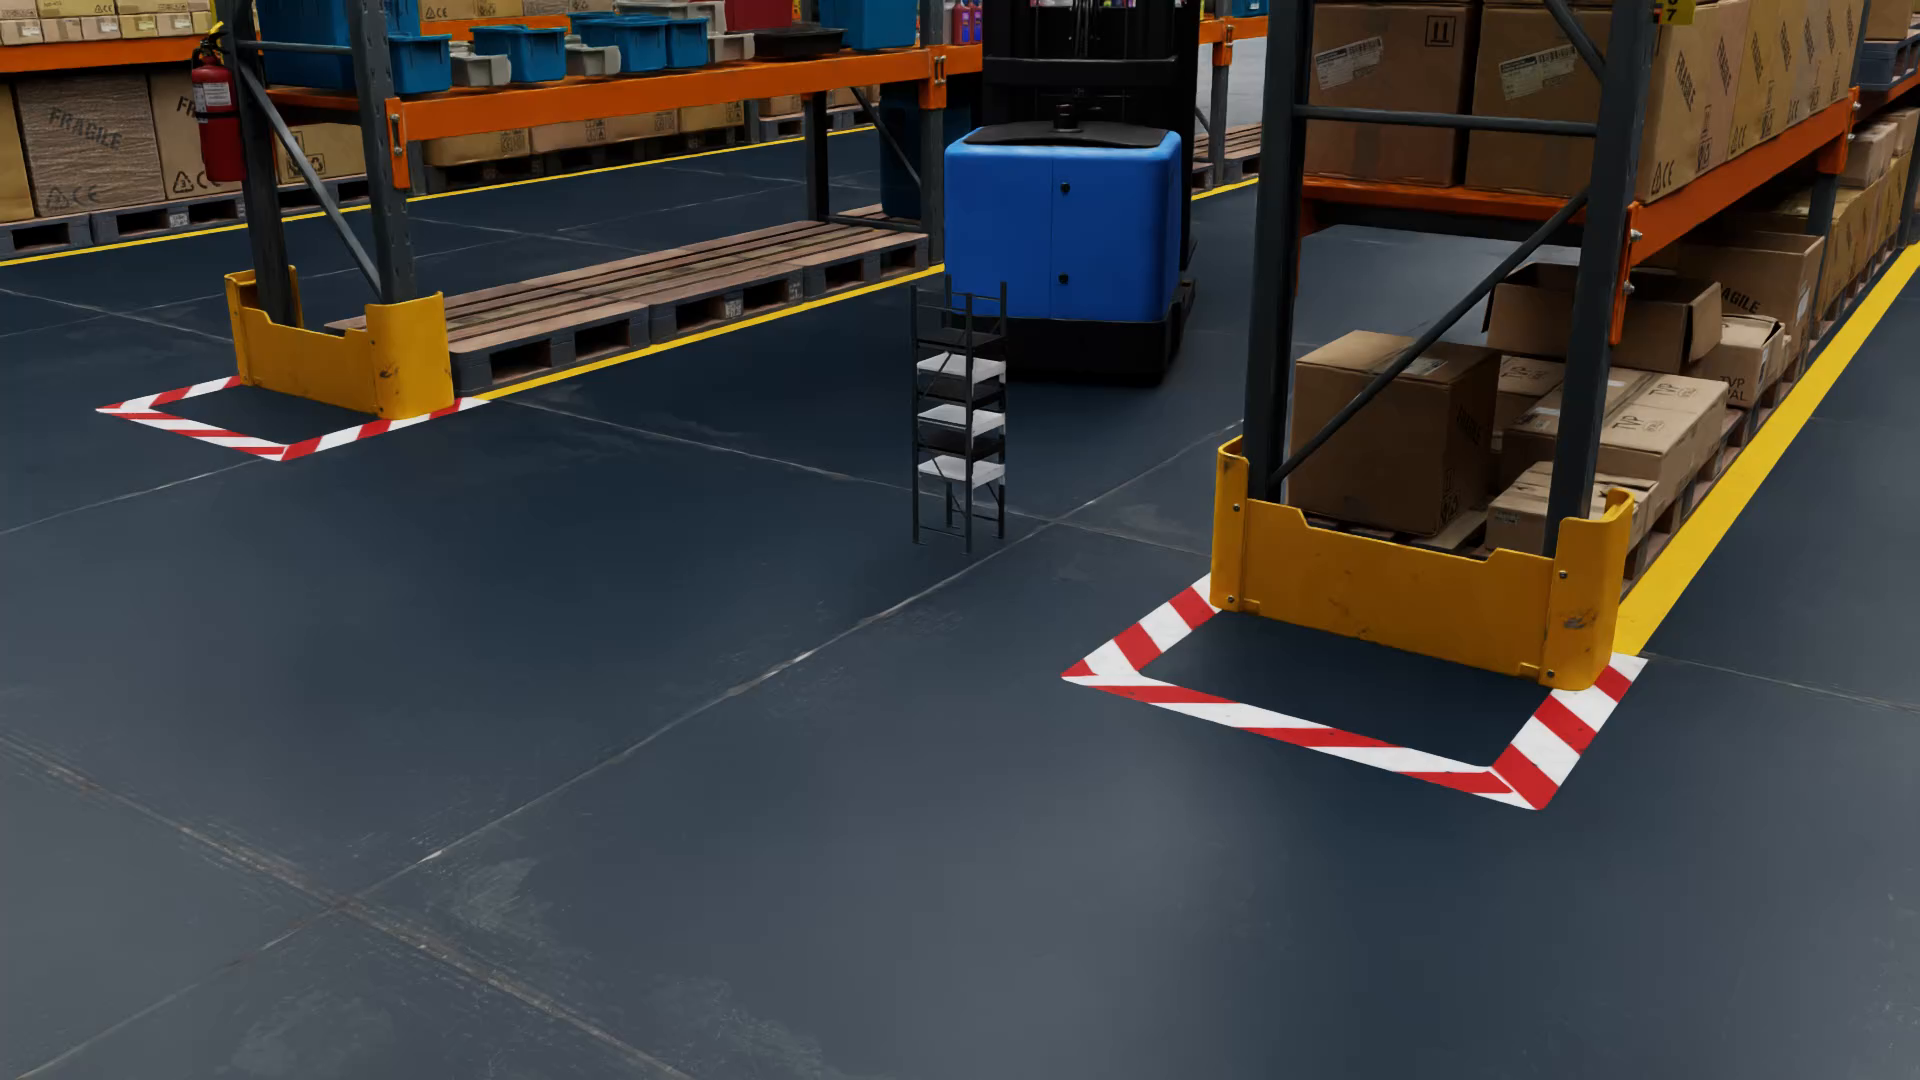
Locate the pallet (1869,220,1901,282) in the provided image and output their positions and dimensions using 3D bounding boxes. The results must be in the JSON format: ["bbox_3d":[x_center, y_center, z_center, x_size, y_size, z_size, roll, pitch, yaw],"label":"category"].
[{"bbox_3d":[5.343,-1.899,10.595,1.003,0.211,1.213,13,24,32],"label":"pallet"}]

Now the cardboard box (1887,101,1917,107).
[{"bbox_3d":[7.197,-3.123,12.434,0.500,0.311,0.500,13,24,31],"label":"cardboard box"}]

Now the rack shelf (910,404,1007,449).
[{"bbox_3d":[-0.005,-0.388,5.614,0.258,0.077,0.200,13,24,32],"label":"rack shelf"}]

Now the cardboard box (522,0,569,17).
[{"bbox_3d":[-3.616,-4.617,13.779,0.500,0.500,0.500,13,24,31],"label":"cardboard box"}]

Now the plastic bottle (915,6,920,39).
[{"bbox_3d":[-0.276,-3.402,10.924,0.097,0.201,0.097,0,20,0],"label":"plastic bottle"}]

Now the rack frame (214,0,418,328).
[{"bbox_3d":[-2.797,-2.085,7.079,1.000,3.000,0.127,13,24,32],"label":"rack frame"}]

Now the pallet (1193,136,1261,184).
[{"bbox_3d":[2.167,-3.288,14.349,1.003,0.211,1.213,13,24,32],"label":"pallet"}]

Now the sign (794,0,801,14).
[{"bbox_3d":[-1.003,-3.471,10.425,0.100,0.325,0.005,13,24,32],"label":"sign"}]

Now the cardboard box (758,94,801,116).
[{"bbox_3d":[-2.037,-4.577,16.783,0.700,0.500,0.500,12,23,29],"label":"cardboard box"}]

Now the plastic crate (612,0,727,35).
[{"bbox_3d":[-1.560,-2.803,9.105,0.437,0.282,0.530,13,24,32],"label":"plastic crate"}]

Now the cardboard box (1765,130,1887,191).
[{"bbox_3d":[4.581,-2.030,8.817,0.500,0.250,0.500,13,24,32],"label":"cardboard box"}]

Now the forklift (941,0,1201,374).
[{"bbox_3d":[0.703,-2.609,8.594,1.130,2.935,3.031,4,21,10],"label":"forklift"}]

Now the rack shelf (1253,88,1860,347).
[{"bbox_3d":[2.421,-1.355,6.141,1.077,0.370,4.000,13,24,32],"label":"rack shelf"}]

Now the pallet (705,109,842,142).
[{"bbox_3d":[-1.956,-4.263,16.985,1.003,0.211,1.213,13,24,32],"label":"pallet"}]

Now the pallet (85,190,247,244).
[{"bbox_3d":[-5.823,-2.337,11.778,1.003,0.211,1.213,13,24,32],"label":"pallet"}]

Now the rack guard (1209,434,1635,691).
[{"bbox_3d":[1.340,0.032,4.957,1.175,0.500,0.348,13,24,32],"label":"rack guard"}]

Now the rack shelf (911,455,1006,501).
[{"bbox_3d":[-0.005,-0.220,5.677,0.258,0.077,0.200,13,24,32],"label":"rack shelf"}]

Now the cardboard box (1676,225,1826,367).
[{"bbox_3d":[3.460,-1.081,7.333,0.500,0.500,0.500,13,24,32],"label":"cardboard box"}]

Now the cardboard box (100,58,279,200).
[{"bbox_3d":[-5.588,-2.967,11.921,0.875,0.875,0.875,13,24,32],"label":"cardboard box"}]

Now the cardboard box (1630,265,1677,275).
[{"bbox_3d":[3.131,-1.133,7.746,0.500,0.311,0.500,13,24,32],"label":"cardboard box"}]

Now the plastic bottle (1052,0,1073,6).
[{"bbox_3d":[0.677,-3.566,11.260,0.152,0.276,0.135,13,24,32],"label":"plastic bottle"}]

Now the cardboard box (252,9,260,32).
[{"bbox_3d":[-5.124,-3.634,11.629,0.380,0.149,0.250,14,24,33],"label":"cardboard box"}]

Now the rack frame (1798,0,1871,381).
[{"bbox_3d":[3.546,-2.266,7.567,1.000,3.000,0.127,13,24,32],"label":"rack frame"}]

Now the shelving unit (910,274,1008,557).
[{"bbox_3d":[-0.005,-0.420,5.603,0.258,0.900,0.210,13,24,32],"label":"shelving unit"}]

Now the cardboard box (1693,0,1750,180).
[{"bbox_3d":[2.050,-1.390,5.055,0.500,0.500,0.500,13,24,31],"label":"cardboard box"}]

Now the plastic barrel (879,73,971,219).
[{"bbox_3d":[-0.229,-2.599,10.886,0.600,0.901,0.708,13,24,32],"label":"plastic barrel"}]

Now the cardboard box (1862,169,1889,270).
[{"bbox_3d":[4.882,-1.833,9.367,0.500,0.500,0.500,12,24,30],"label":"cardboard box"}]

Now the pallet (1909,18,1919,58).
[{"bbox_3d":[4.705,-2.765,9.192,1.003,0.211,1.213,13,24,32],"label":"pallet"}]

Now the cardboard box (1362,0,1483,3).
[{"bbox_3d":[1.320,-1.816,4.764,0.500,0.500,0.500,13,24,31],"label":"cardboard box"}]

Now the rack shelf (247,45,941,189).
[{"bbox_3d":[-1.673,-2.322,8.755,1.077,0.370,4.000,13,24,32],"label":"rack shelf"}]

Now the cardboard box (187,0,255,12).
[{"bbox_3d":[-5.252,-3.795,11.488,0.500,0.250,0.500,14,24,33],"label":"cardboard box"}]

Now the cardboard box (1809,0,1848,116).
[{"bbox_3d":[3.188,-1.971,6.626,0.500,0.500,0.500,14,25,33],"label":"cardboard box"}]

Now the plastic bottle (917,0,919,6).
[{"bbox_3d":[-0.303,-3.538,11.076,0.144,0.351,0.185,13,24,32],"label":"plastic bottle"}]

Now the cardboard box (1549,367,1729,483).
[{"bbox_3d":[2.399,-0.423,5.913,0.500,0.250,0.500,13,24,32],"label":"cardboard box"}]

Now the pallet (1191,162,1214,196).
[{"bbox_3d":[1.291,-2.839,13.135,1.003,0.211,1.213,13,24,32],"label":"pallet"}]

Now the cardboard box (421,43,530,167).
[{"bbox_3d":[-4.302,-3.587,13.596,1.225,0.875,0.875,13,24,32],"label":"cardboard box"}]

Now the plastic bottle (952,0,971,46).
[{"bbox_3d":[0.010,-3.200,10.262,0.061,0.283,0.133,13,24,32],"label":"plastic bottle"}]

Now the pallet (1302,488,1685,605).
[{"bbox_3d":[1.787,-0.061,5.626,1.003,0.211,1.213,13,24,32],"label":"pallet"}]

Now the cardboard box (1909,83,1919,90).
[{"bbox_3d":[8.413,-4.137,14.903,0.500,0.500,0.500,13,24,32],"label":"cardboard box"}]

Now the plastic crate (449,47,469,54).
[{"bbox_3d":[-2.489,-2.259,7.842,0.396,0.136,0.243,13,24,32],"label":"plastic crate"}]

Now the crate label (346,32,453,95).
[{"bbox_3d":[-2.386,-2.042,7.116,0.416,0.233,0.303,13,24,32],"label":"crate label"}]

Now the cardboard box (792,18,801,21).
[{"bbox_3d":[-2.764,-7.378,23.846,0.875,0.875,0.875,13,24,31],"label":"cardboard box"}]

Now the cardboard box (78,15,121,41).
[{"bbox_3d":[-5.700,-3.340,10.834,0.380,0.149,0.250,13,24,31],"label":"cardboard box"}]

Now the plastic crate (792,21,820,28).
[{"bbox_3d":[-0.929,-3.032,9.931,0.396,0.136,0.243,13,24,32],"label":"plastic crate"}]

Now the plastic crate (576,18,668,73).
[{"bbox_3d":[-1.646,-2.419,8.137,0.416,0.233,0.300,13,24,32],"label":"plastic crate"}]

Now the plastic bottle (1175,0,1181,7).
[{"bbox_3d":[1.615,-3.993,12.521,0.097,0.201,0.097,0,20,0],"label":"plastic bottle"}]
